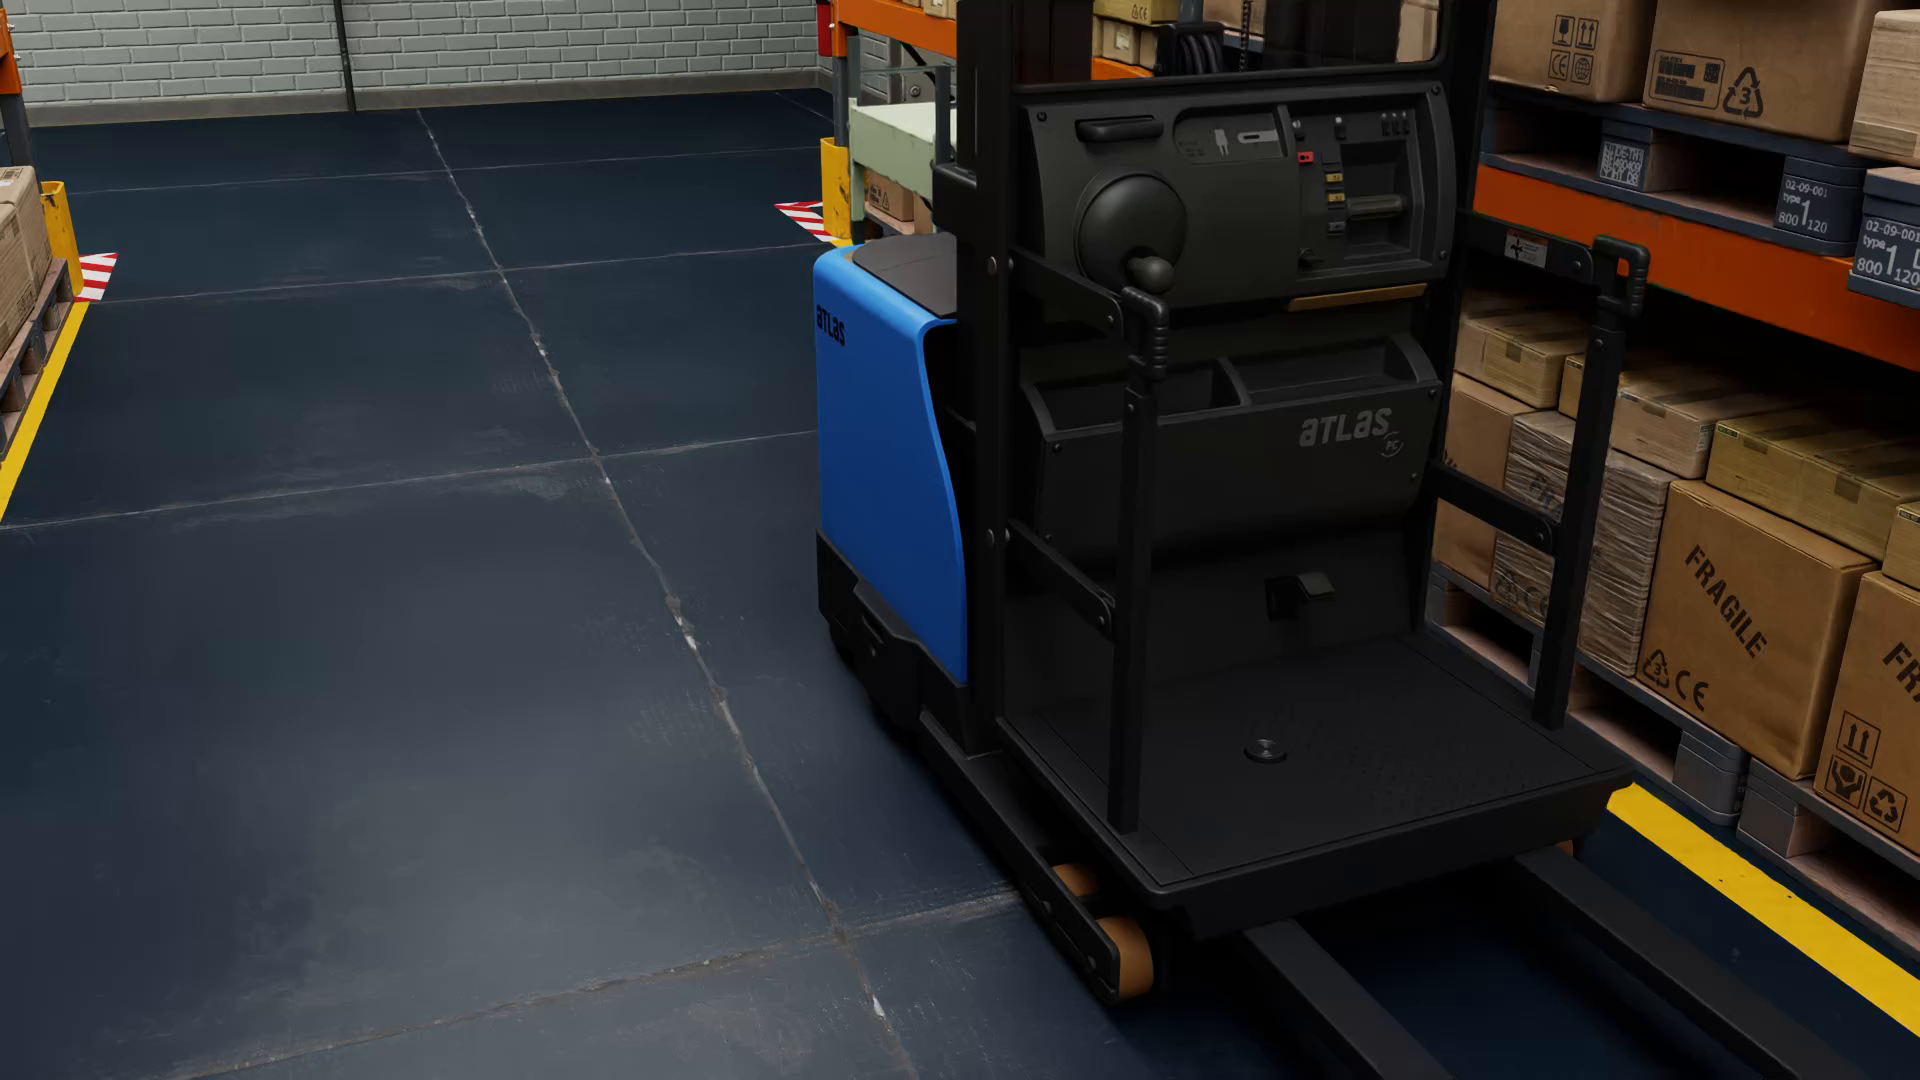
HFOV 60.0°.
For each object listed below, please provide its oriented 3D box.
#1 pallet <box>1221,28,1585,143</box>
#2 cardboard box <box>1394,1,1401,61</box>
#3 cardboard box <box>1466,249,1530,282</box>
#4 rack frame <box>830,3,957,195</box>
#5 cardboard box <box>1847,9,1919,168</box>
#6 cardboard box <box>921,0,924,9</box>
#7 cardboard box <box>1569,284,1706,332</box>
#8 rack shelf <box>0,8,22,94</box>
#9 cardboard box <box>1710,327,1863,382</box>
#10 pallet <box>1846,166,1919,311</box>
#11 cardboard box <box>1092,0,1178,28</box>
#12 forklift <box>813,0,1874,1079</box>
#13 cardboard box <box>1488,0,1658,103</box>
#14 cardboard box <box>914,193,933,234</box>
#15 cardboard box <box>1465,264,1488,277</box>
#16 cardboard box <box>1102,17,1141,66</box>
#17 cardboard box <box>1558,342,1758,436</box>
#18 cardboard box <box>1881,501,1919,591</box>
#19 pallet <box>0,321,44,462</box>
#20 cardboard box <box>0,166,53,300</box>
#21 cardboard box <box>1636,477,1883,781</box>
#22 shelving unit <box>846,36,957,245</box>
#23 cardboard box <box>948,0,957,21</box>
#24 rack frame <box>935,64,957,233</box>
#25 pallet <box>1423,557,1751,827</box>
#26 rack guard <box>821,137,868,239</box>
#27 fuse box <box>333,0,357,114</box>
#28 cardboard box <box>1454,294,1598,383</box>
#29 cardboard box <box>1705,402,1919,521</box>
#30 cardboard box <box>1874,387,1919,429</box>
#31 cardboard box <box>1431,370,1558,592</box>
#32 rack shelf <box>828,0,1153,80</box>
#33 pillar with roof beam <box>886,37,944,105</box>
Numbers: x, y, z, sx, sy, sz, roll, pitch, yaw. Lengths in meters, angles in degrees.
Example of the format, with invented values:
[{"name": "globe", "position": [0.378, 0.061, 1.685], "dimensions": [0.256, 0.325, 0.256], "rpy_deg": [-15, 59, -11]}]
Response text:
[{"name": "pallet", "position": [1.380, -1.362, 4.867], "dimensions": [1.003, 0.211, 1.213], "rpy_deg": [-8, 24, -19]}, {"name": "cardboard box", "position": [1.344, -1.601, 4.517], "dimensions": [0.700, 0.500, 0.500], "rpy_deg": [-8, 24, -18]}, {"name": "cardboard box", "position": [1.791, -0.820, 5.177], "dimensions": [0.380, 0.149, 0.250], "rpy_deg": [-8, 24, -18]}, {"name": "rack frame", "position": [-0.213, -3.209, 9.003], "dimensions": [1.000, 3.000, 0.127], "rpy_deg": [-8, 24, -19]}, {"name": "cardboard box", "position": [1.937, -0.766, 2.858], "dimensions": [0.500, 0.250, 0.500], "rpy_deg": [-10, 25, -21]}, {"name": "cardboard box", "position": [0.036, -2.564, 7.794], "dimensions": [0.380, 0.149, 0.250], "rpy_deg": [-8, 24, -18]}, {"name": "cardboard box", "position": [1.953, -0.624, 4.710], "dimensions": [0.380, 0.149, 0.250], "rpy_deg": [-8, 24, -18]}, {"name": "rack shelf", "position": [-4.149, -1.469, 5.799], "dimensions": [1.077, 0.370, 4.000], "rpy_deg": [-8, 24, -19]}, {"name": "cardboard box", "position": [2.158, -0.442, 4.279], "dimensions": [0.380, 0.149, 0.250], "rpy_deg": [-9, 25, -21]}, {"name": "pallet", "position": [2.308, -0.451, 2.705], "dimensions": [1.213, 0.211, 1.003], "rpy_deg": [-8, 24, -19]}, {"name": "cardboard box", "position": [0.792, -1.976, 5.885], "dimensions": [0.500, 0.250, 0.500], "rpy_deg": [-8, 24, -18]}, {"name": "forklift", "position": [0.649, -0.660, 3.041], "dimensions": [1.130, 2.935, 3.031], "rpy_deg": [-9, 25, -21]}, {"name": "cardboard box", "position": [1.622, -1.316, 3.840], "dimensions": [0.700, 0.500, 0.500], "rpy_deg": [-8, 24, -19]}, {"name": "cardboard box", "position": [0.180, -1.700, 8.099], "dimensions": [0.700, 0.500, 0.500], "rpy_deg": [-7, 24, -17]}, {"name": "cardboard box", "position": [1.349, -0.748, 5.005], "dimensions": [0.380, 0.149, 0.250], "rpy_deg": [-10, 25, -22]}, {"name": "cardboard box", "position": [0.739, -1.813, 6.013], "dimensions": [0.380, 0.149, 0.250], "rpy_deg": [-8, 24, -18]}, {"name": "cardboard box", "position": [1.720, -0.370, 4.108], "dimensions": [0.380, 0.149, 0.250], "rpy_deg": [-8, 24, -19]}, {"name": "cardboard box", "position": [2.024, 0.015, 3.194], "dimensions": [0.380, 0.149, 0.250], "rpy_deg": [-9, 25, -21]}, {"name": "pallet", "position": [-4.073, -0.520, 6.211], "dimensions": [1.003, 0.211, 1.213], "rpy_deg": [-8, 24, -19]}, {"name": "cardboard box", "position": [-4.529, -1.314, 7.263], "dimensions": [0.875, 0.438, 0.875], "rpy_deg": [-9, 25, -21]}, {"name": "cardboard box", "position": [1.908, 0.158, 3.690], "dimensions": [0.500, 0.500, 0.500], "rpy_deg": [-7, 24, -17]}, {"name": "shelving unit", "position": [-0.011, -0.696, 4.970], "dimensions": [0.431, 1.500, 0.755], "rpy_deg": [-9, 24, -20]}, {"name": "cardboard box", "position": [0.167, -2.369, 7.332], "dimensions": [0.380, 0.149, 0.250], "rpy_deg": [-8, 24, -18]}, {"name": "rack frame", "position": [0.125, -0.564, 4.657], "dimensions": [0.400, 1.500, 0.023], "rpy_deg": [-9, 24, -20]}, {"name": "pallet", "position": [1.957, 0.263, 4.354], "dimensions": [1.003, 0.211, 1.213], "rpy_deg": [-8, 24, -19]}, {"name": "rack guard", "position": [-0.186, -2.030, 9.423], "dimensions": [1.175, 0.500, 0.348], "rpy_deg": [-8, 24, -19]}, {"name": "fuse box", "position": [-4.853, -4.214, 13.045], "dimensions": [0.539, 1.711, 0.414], "rpy_deg": [-8, 24, -19]}, {"name": "cardboard box", "position": [1.512, -0.554, 4.546], "dimensions": [0.380, 0.149, 0.250], "rpy_deg": [-8, 24, -19]}, {"name": "cardboard box", "position": [1.885, -0.177, 3.651], "dimensions": [0.380, 0.149, 0.250], "rpy_deg": [-9, 24, -20]}, {"name": "cardboard box", "position": [2.342, -0.255, 3.835], "dimensions": [0.380, 0.149, 0.250], "rpy_deg": [-9, 24, -20]}, {"name": "cardboard box", "position": [1.530, -0.217, 4.580], "dimensions": [0.500, 0.500, 0.500], "rpy_deg": [-9, 25, -21]}, {"name": "rack shelf", "position": [0.493, -2.151, 7.418], "dimensions": [1.077, 0.370, 4.000], "rpy_deg": [-8, 24, -19]}, {"name": "pillar with roof beam", "position": [-4.350, -6.487, 9.054], "dimensions": [9.100, 9.000, 0.400], "rpy_deg": [-8, 24, -19]}]
